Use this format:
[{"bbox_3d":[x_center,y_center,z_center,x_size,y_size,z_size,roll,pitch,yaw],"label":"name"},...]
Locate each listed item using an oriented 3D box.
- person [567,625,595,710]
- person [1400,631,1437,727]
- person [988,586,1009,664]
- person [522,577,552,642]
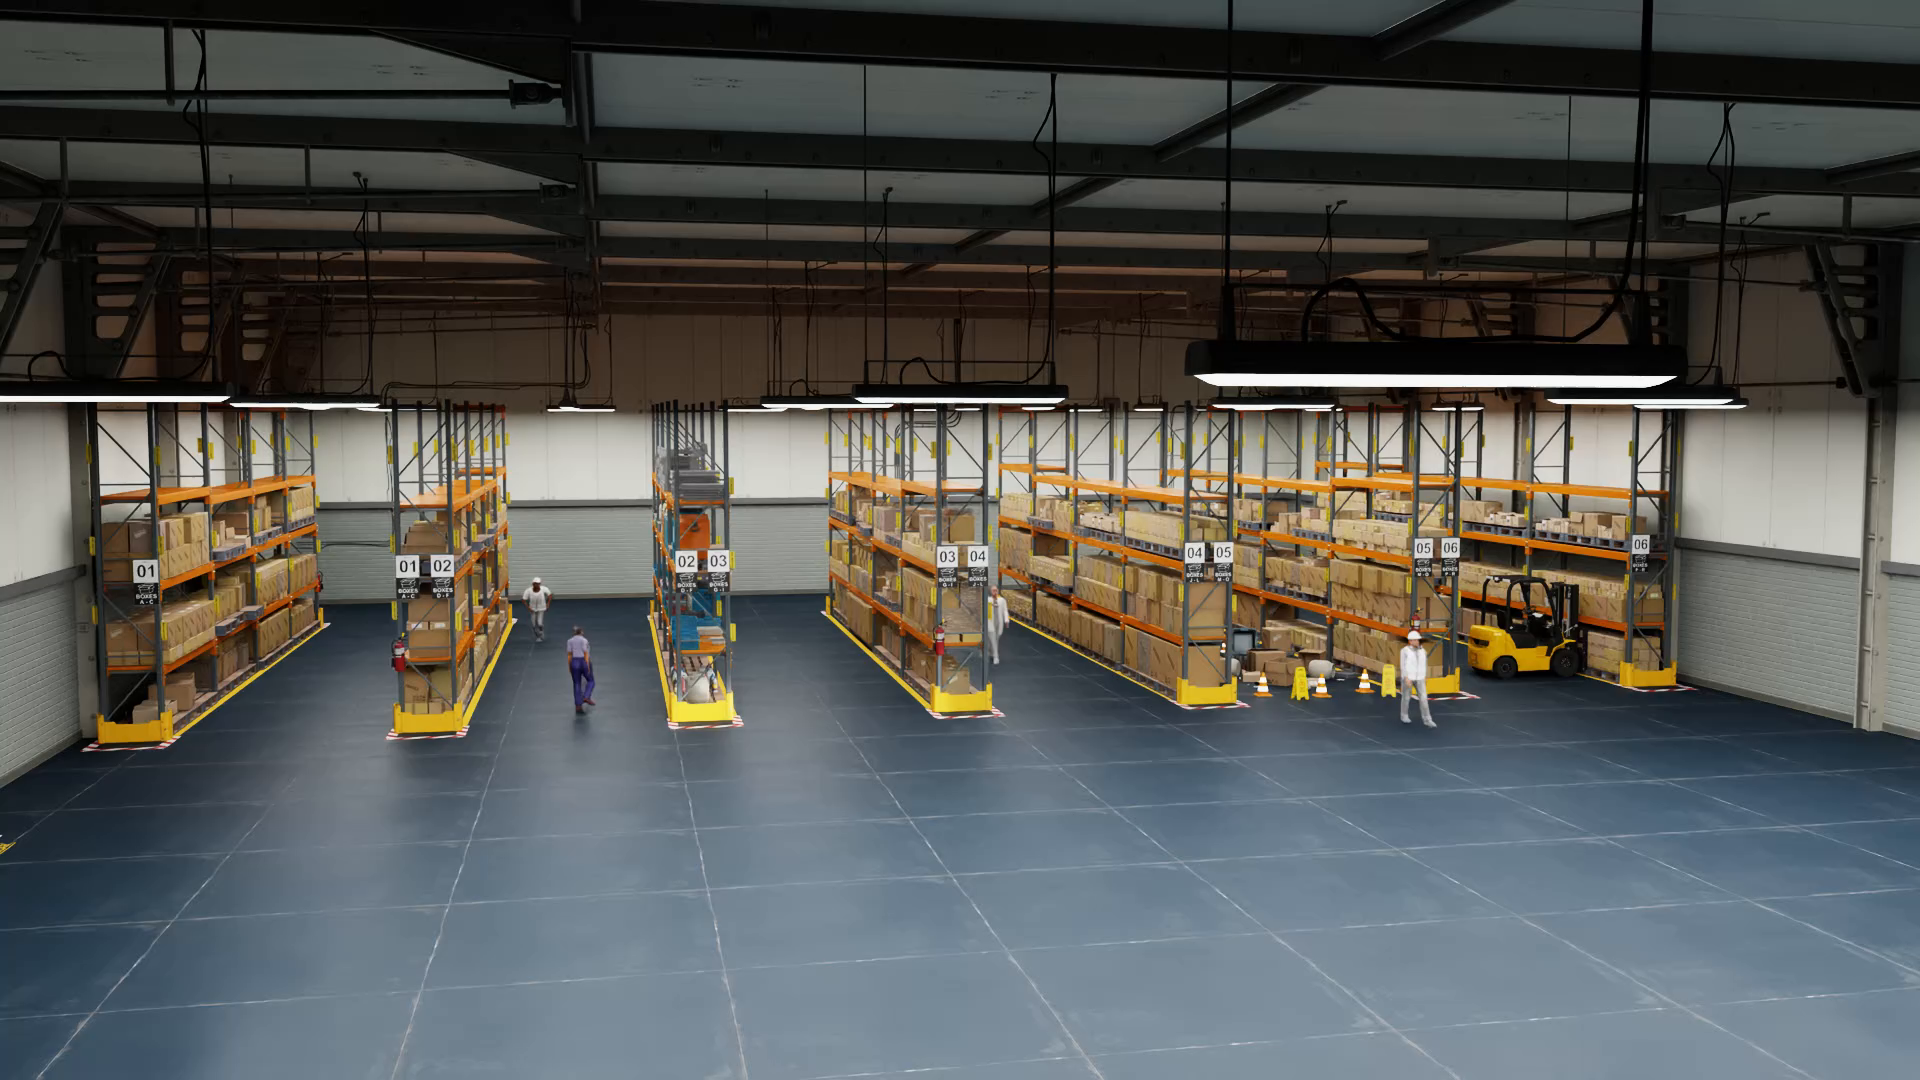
[{"bbox_3d":[-7.362,2.474,32.279,0.545,1.624,0.462,0,4,-2],"label":"person"},{"bbox_3d":[8.355,2.533,30.487,0.569,1.727,0.960,0,4,-5],"label":"person"},{"bbox_3d":[0.825,1.934,38.510,0.603,1.728,1.080,-2,5,-21],"label":"person"},{"bbox_3d":[-10.606,1.749,41.716,0.684,1.666,0.696,0,4,-3],"label":"person"}]
